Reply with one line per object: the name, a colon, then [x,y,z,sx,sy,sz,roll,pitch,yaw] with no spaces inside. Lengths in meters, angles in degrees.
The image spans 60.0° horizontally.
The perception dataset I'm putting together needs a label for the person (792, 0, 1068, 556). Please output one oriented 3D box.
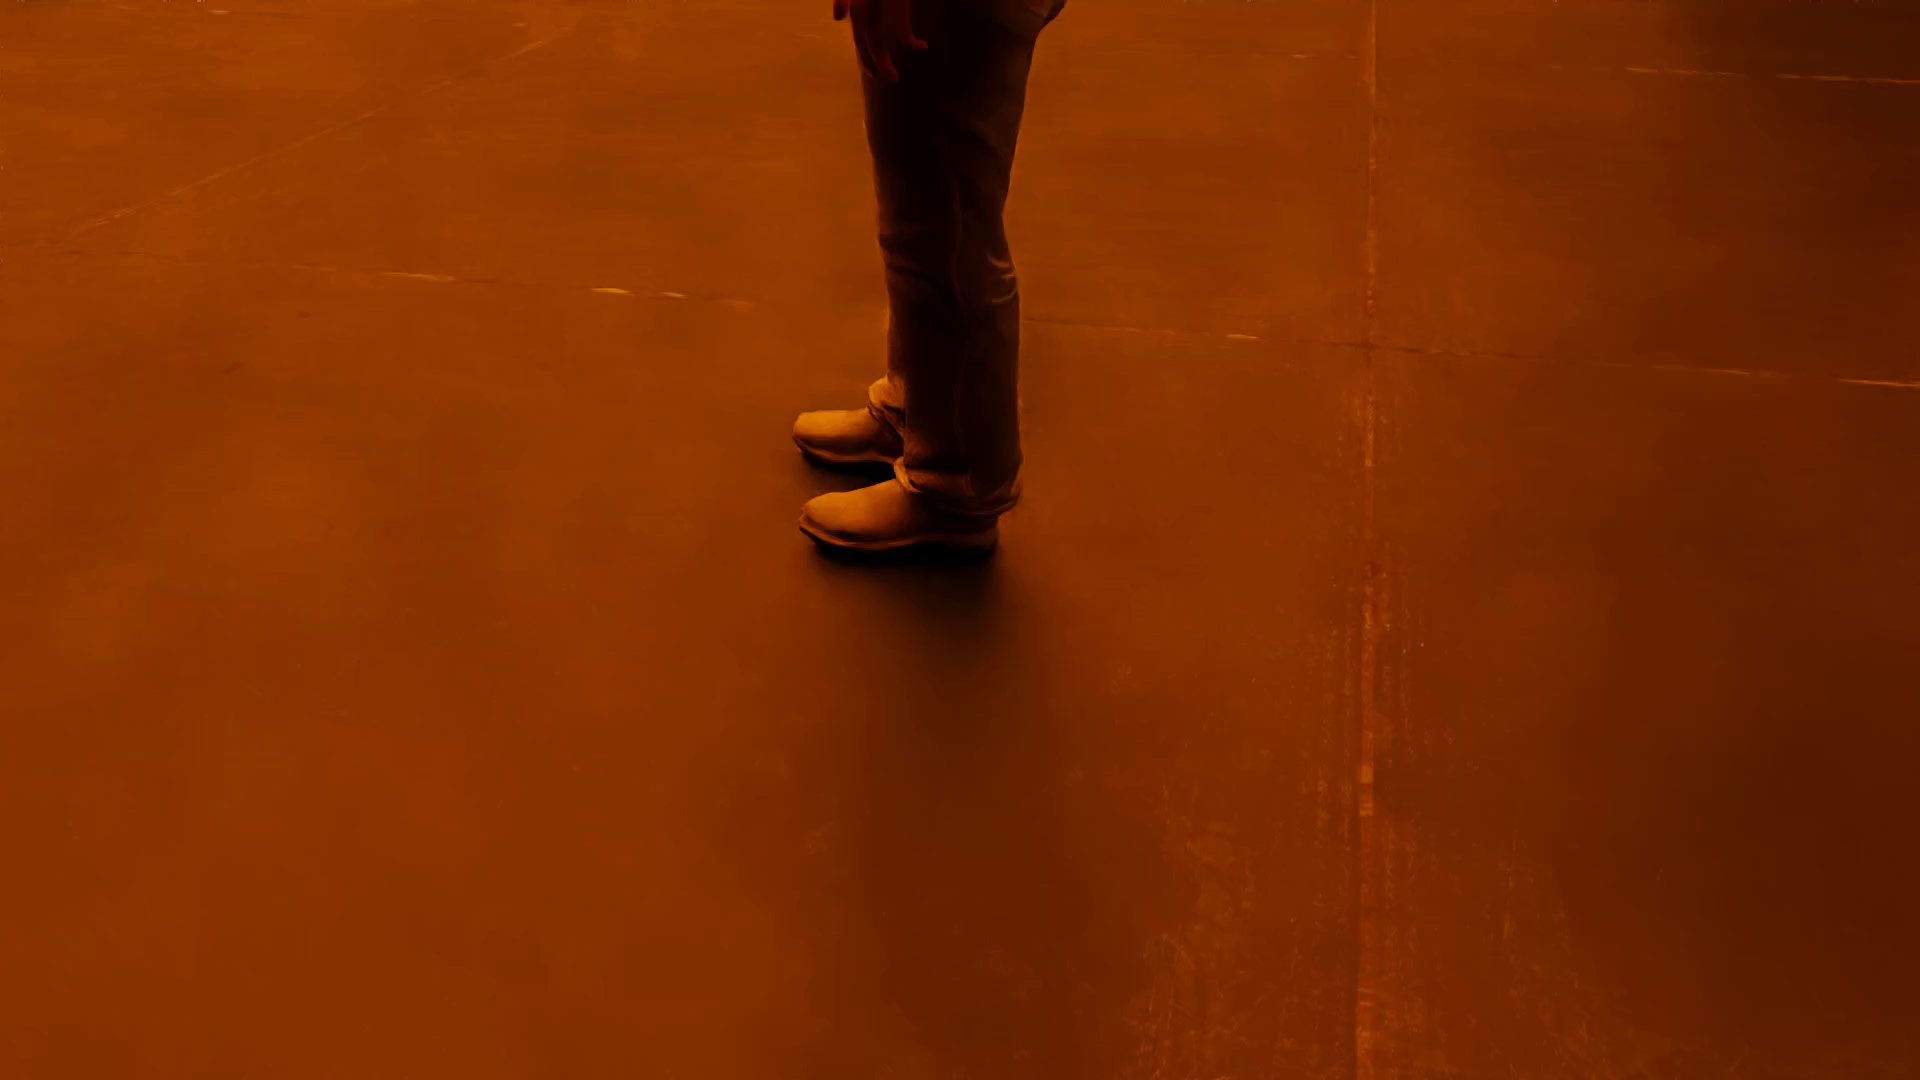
person: [-0.061,-0.806,2.118,0.563,1.768,0.632,6,27,11]
